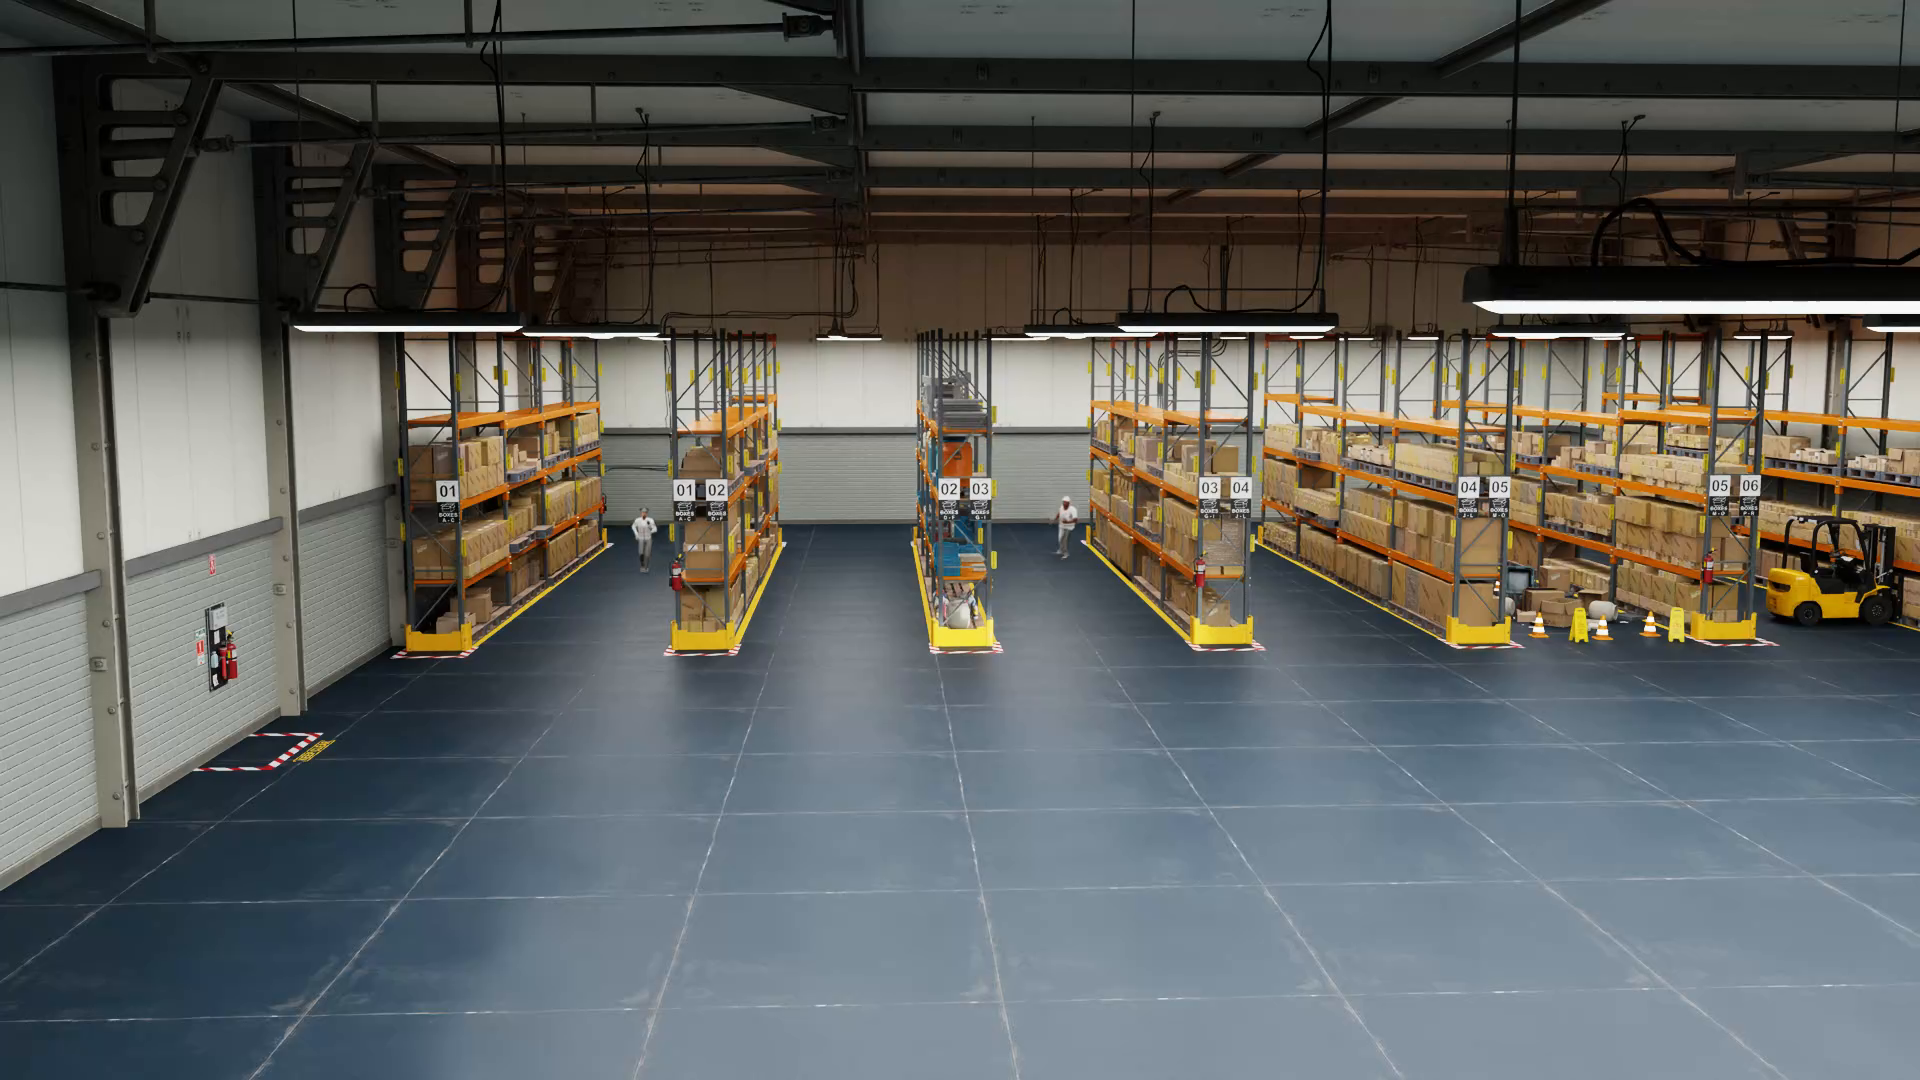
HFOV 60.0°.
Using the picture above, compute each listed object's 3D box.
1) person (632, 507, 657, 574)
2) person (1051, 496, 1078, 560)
[{"bbox_3d":[-7.876,0.006,41.484,0.629,1.678,0.634,-1,7,-4],"label":"person"},{"bbox_3d":[2.824,-0.336,44.493,0.828,1.703,0.691,4,8,28],"label":"person"}]
